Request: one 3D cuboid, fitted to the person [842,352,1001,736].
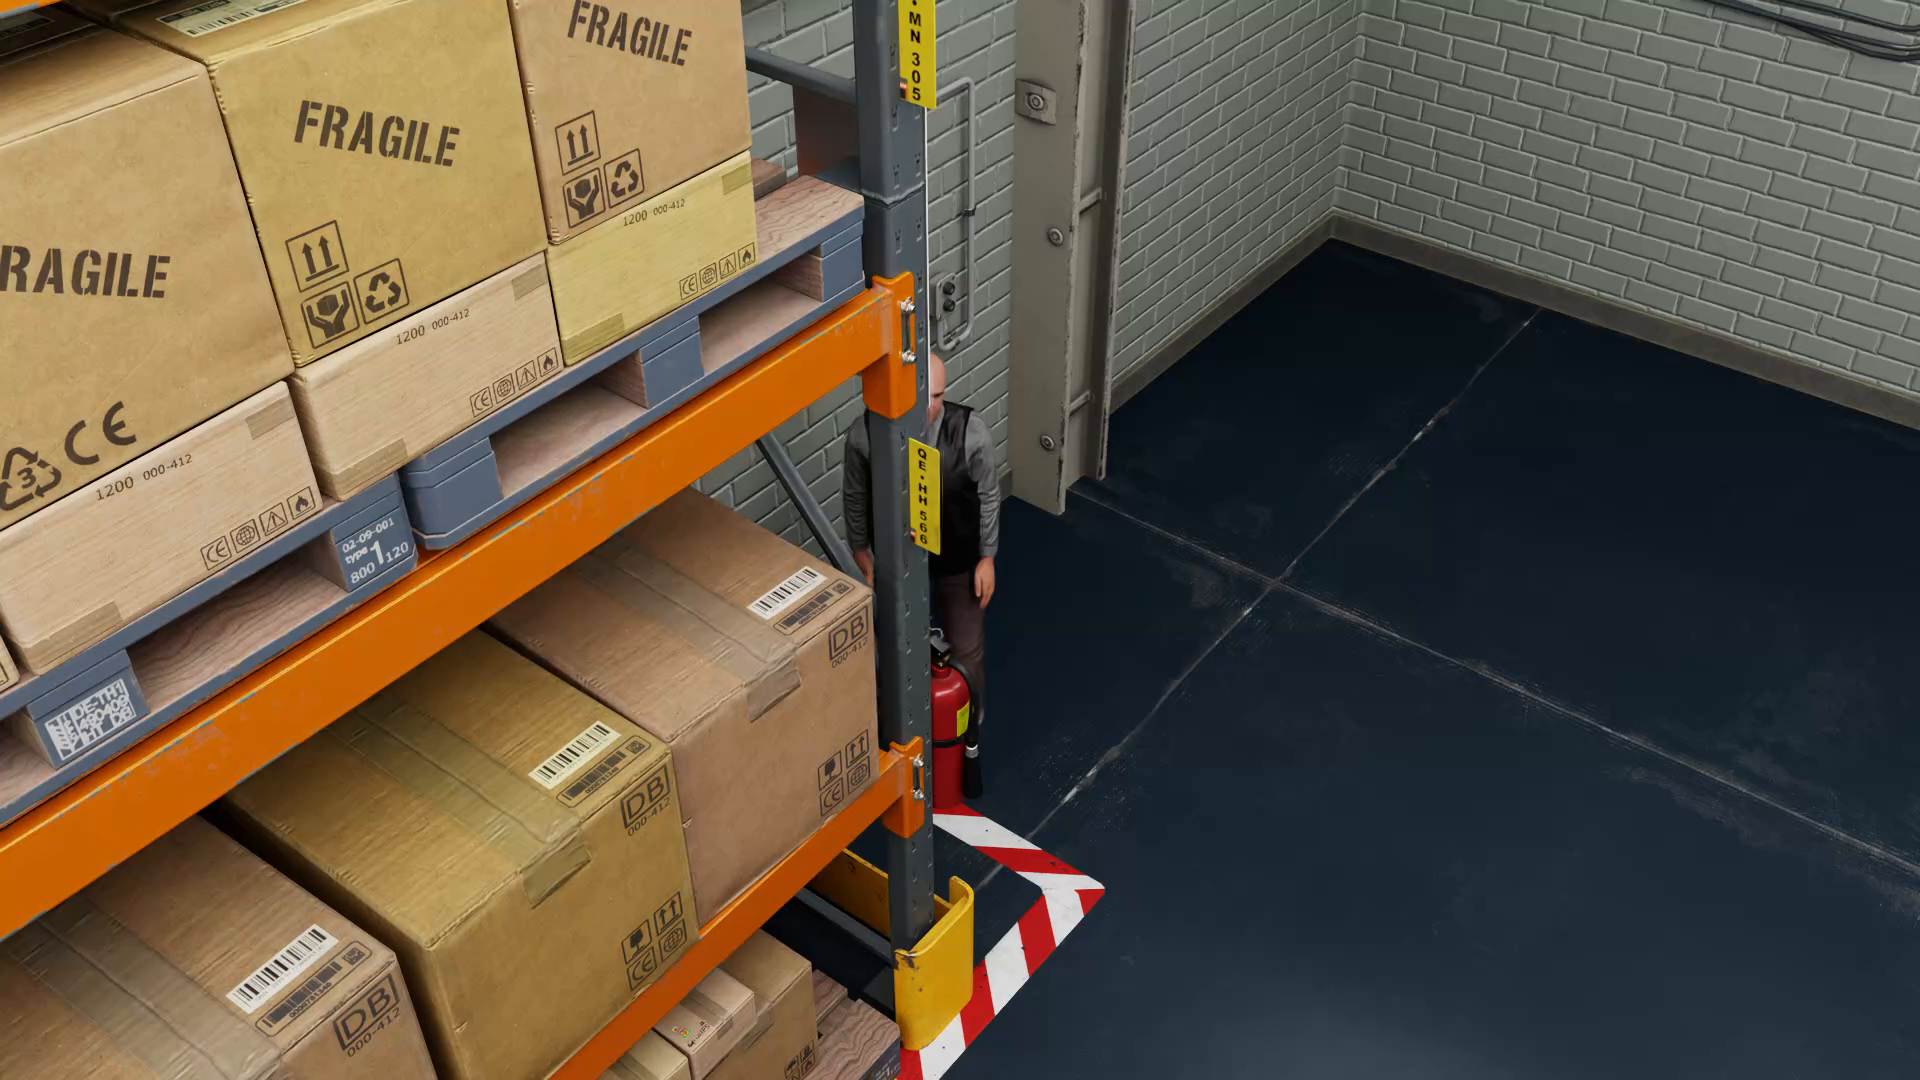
[{"bbox_3d":[-0.144,0.087,6.019,0.567,1.731,0.462,4,39,5],"label":"person"}]
